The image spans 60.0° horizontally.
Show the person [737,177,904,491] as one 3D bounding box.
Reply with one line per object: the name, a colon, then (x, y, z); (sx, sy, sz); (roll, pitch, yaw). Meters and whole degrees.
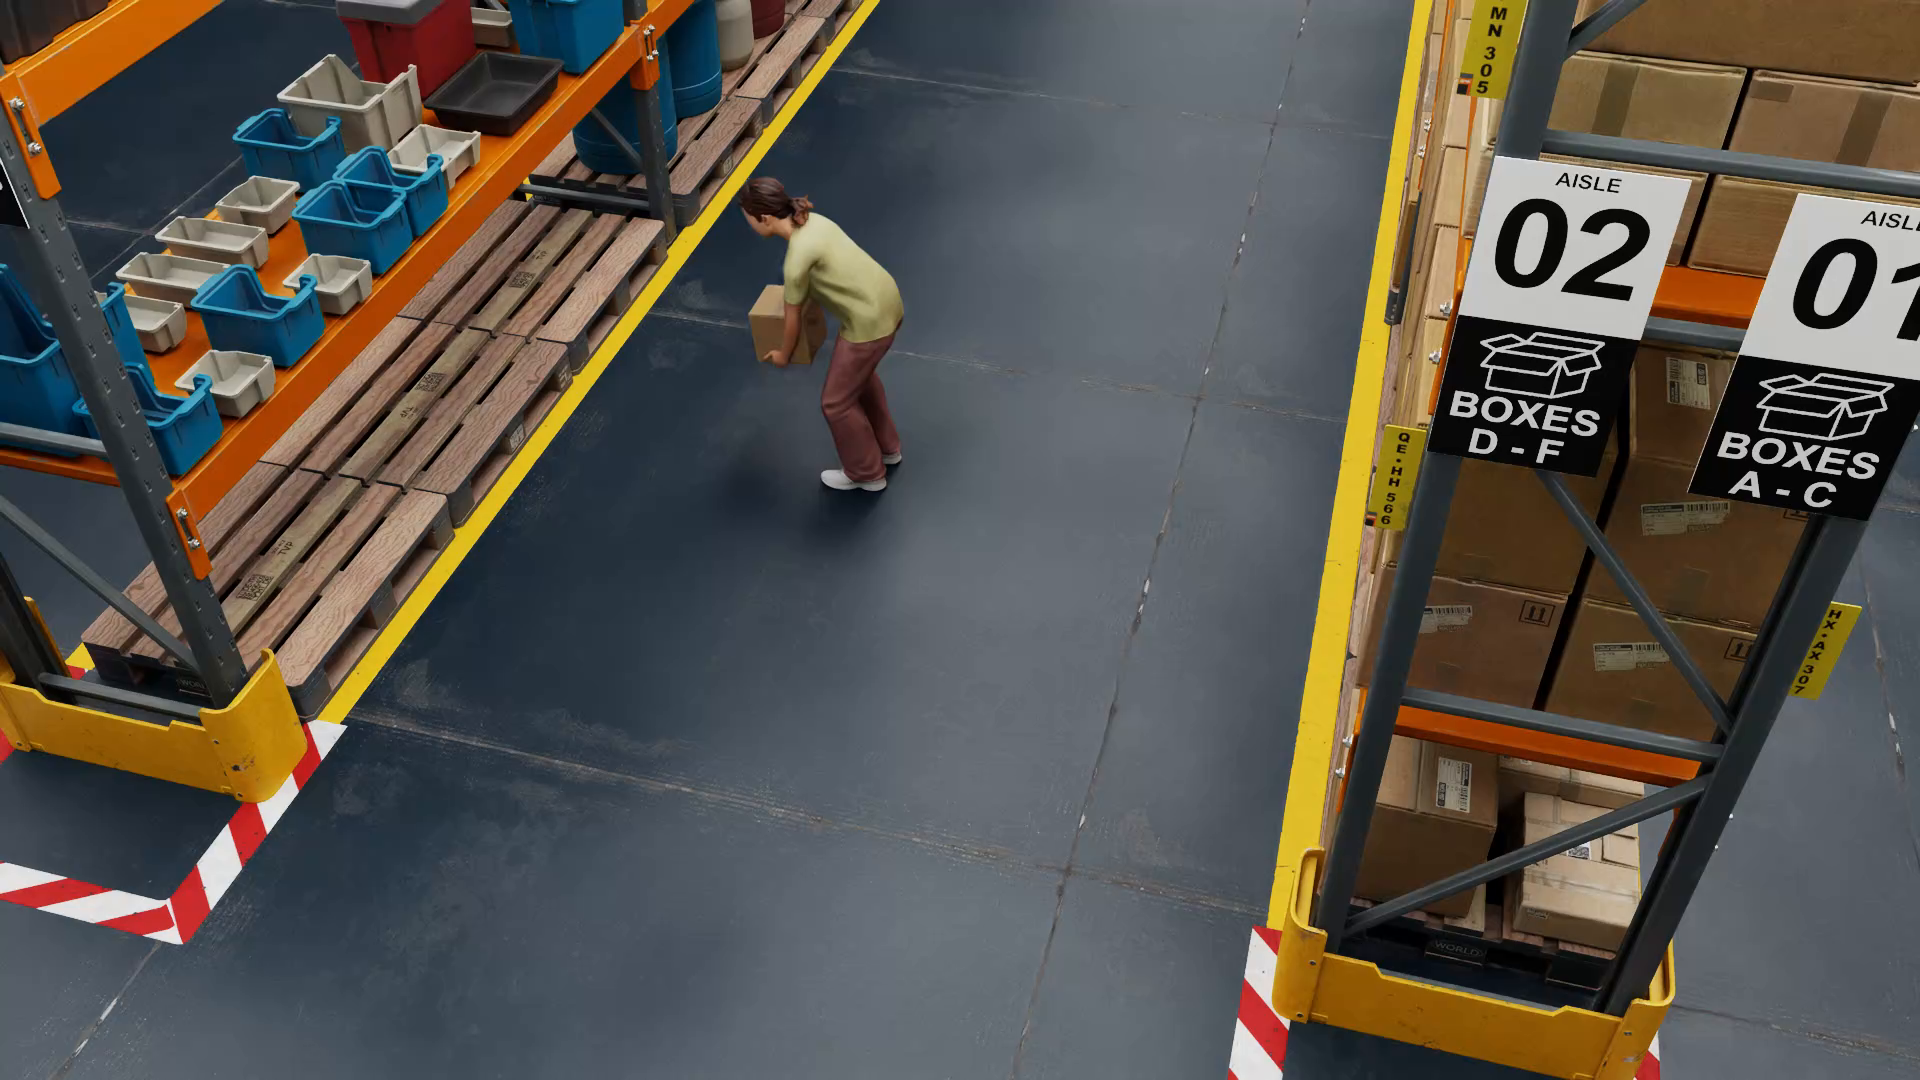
person: (-0.593, -0.907, 7.342); (0.683, 1.489, 0.411); (9, 42, 10)
